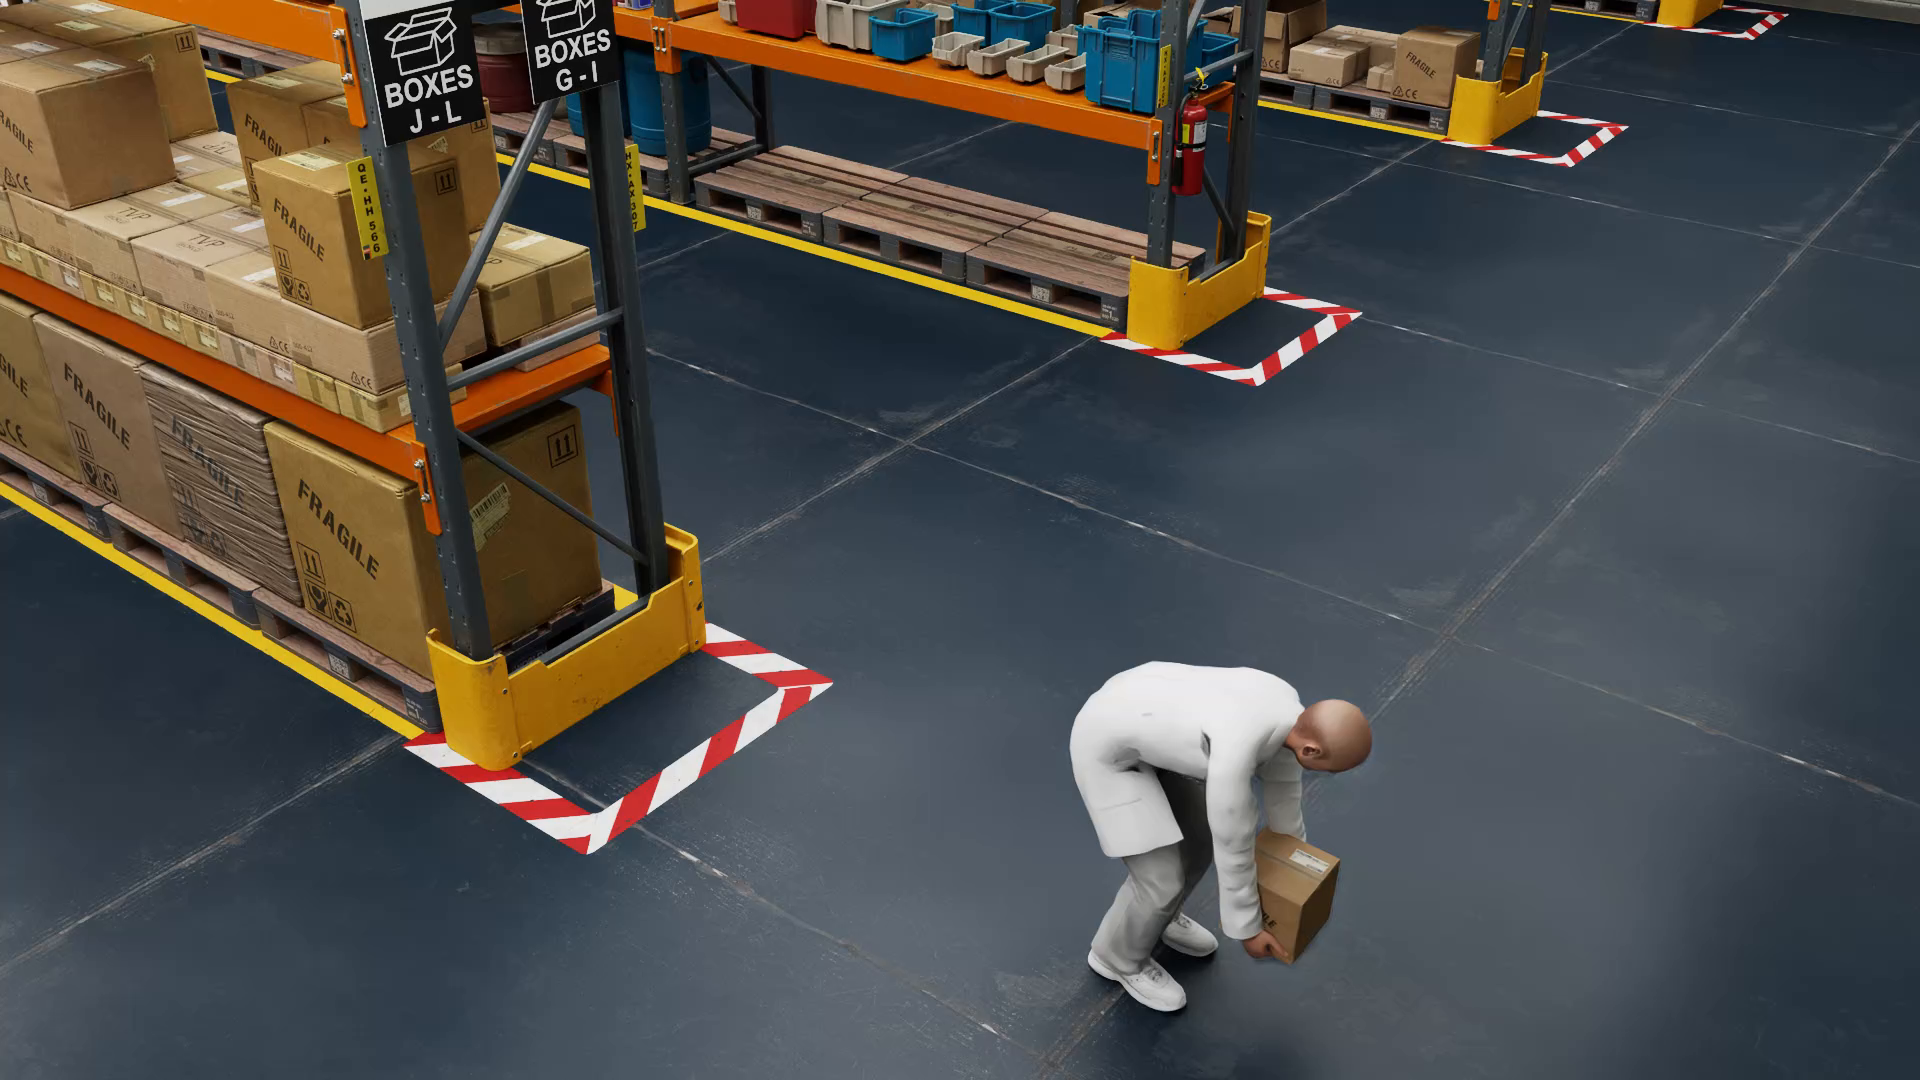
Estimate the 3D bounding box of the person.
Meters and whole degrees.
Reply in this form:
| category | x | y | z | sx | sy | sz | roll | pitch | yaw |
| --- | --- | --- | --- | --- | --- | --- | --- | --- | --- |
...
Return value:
| category | x | y | z | sx | sy | sz | roll | pitch | yaw |
| --- | --- | --- | --- | --- | --- | --- | --- | --- | --- |
| person | 0.764 | 0.917 | 5.130 | 0.915 | 1.229 | 0.569 | 19 | 36 | 30 |
